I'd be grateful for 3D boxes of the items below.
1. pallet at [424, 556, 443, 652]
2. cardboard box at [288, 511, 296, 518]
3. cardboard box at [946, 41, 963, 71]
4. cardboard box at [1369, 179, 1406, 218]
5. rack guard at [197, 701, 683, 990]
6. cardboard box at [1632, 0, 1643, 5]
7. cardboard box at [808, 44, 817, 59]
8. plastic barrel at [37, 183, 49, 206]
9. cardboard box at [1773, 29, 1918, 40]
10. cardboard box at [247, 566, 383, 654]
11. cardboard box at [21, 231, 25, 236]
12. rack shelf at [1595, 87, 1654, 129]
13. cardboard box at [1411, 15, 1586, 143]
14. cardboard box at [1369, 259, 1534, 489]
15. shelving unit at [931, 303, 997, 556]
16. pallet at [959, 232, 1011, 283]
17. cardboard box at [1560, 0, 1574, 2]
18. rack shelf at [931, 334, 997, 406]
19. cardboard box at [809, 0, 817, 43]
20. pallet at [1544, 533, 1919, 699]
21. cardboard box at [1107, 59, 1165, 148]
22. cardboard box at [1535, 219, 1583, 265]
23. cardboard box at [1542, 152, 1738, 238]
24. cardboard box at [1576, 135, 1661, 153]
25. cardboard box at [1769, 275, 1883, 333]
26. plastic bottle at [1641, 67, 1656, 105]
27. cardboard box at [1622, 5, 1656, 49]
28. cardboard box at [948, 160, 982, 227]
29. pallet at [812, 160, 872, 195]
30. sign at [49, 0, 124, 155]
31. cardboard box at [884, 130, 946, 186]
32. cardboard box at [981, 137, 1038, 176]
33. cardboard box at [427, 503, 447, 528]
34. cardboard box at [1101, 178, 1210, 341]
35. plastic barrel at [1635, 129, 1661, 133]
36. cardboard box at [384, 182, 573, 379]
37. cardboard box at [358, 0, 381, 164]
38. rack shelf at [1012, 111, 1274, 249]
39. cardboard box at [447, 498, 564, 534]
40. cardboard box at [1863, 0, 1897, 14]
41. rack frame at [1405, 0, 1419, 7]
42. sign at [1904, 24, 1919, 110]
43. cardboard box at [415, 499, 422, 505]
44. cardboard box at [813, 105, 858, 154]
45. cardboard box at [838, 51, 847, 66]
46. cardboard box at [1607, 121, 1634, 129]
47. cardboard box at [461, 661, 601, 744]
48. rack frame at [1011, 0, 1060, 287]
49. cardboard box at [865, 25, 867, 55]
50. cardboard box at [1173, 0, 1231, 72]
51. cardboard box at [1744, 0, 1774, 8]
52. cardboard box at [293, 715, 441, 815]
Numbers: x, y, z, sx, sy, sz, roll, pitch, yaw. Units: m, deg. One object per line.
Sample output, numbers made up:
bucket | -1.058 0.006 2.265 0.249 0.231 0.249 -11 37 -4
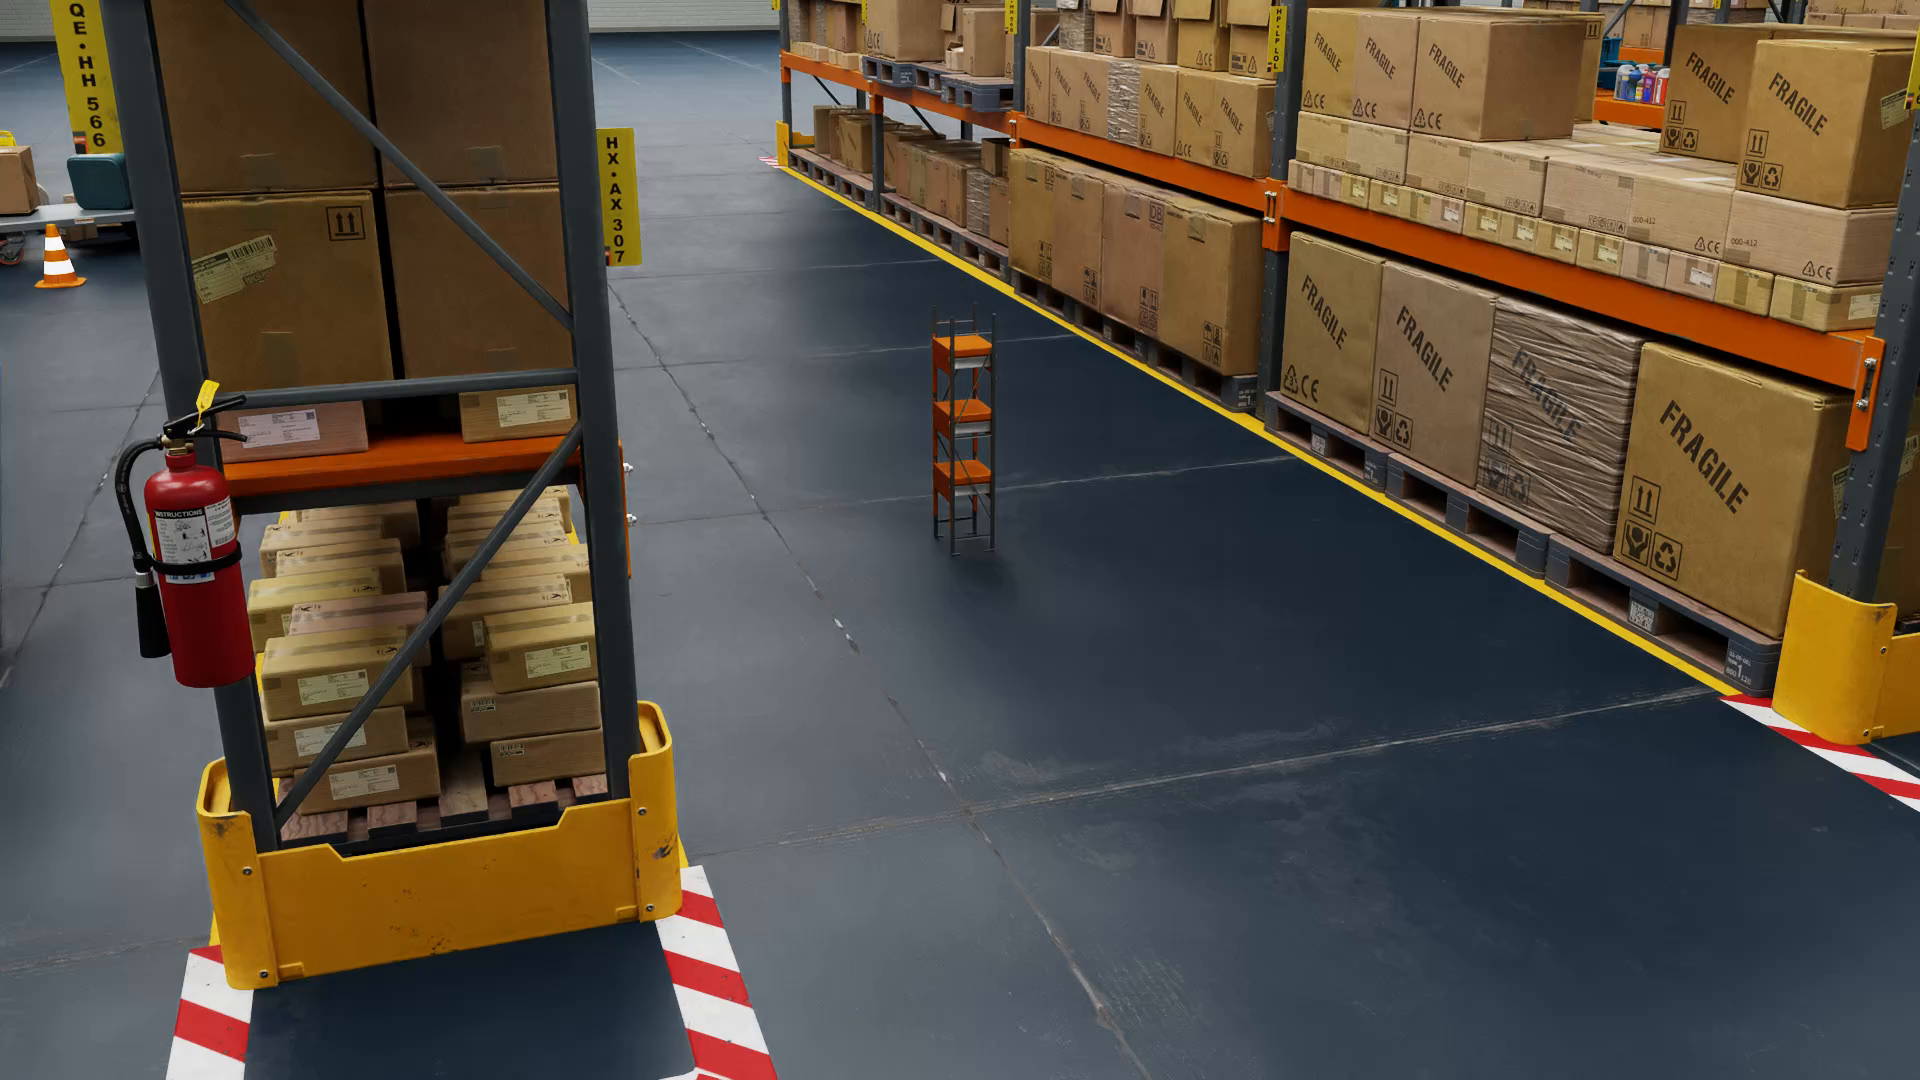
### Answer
pallet | -1.962 0.279 6.326 1.003 0.211 1.213 -6 21 -17
cardboard box | -2.343 -0.071 6.333 0.380 0.149 0.250 -7 21 -18
cardboard box | 0.109 -4.056 13.849 0.396 0.266 0.258 -7 21 -19
cardboard box | 2.174 -1.630 7.889 0.380 0.149 0.250 -7 21 -19
rack guard | -1.360 0.799 4.453 1.175 0.500 0.348 -6 21 -17
cardboard box | 8.351 -6.575 20.176 0.380 0.149 0.250 -6 21 -16
cardboard box | -1.467 -5.424 18.452 0.380 0.149 0.250 -6 21 -17
plastic barrel | -8.946 -3.215 15.741 0.512 0.421 0.421 8 21 20
cardboard box | 3.352 -1.613 6.143 0.500 0.500 0.500 -7 21 -19
cardboard box | -1.970 0.211 5.106 0.380 0.149 0.250 -7 21 -18
cardboard box | -8.821 -2.959 14.911 0.500 0.500 0.500 8 21 20
rack shelf | 4.963 -4.245 15.861 1.077 0.370 4.000 -6 21 -17
cardboard box | 2.370 -2.048 7.352 0.500 0.500 0.500 -7 21 -19
cardboard box | 2.561 -0.820 7.784 0.875 0.875 0.875 -6 21 -17
shelving unit | 0.017 -0.477 7.191 0.215 1.050 0.252 -6 21 -17
pallet | 0.645 -2.354 13.657 1.003 0.211 1.213 -6 21 -17
cardboard box | 7.939 -6.991 21.336 0.380 0.149 0.250 -7 21 -18
rack shelf | 0.017 -0.734 7.099 0.215 0.259 0.240 -6 21 -17
cardboard box | -1.207 -5.842 18.657 0.875 0.500 0.500 -6 21 -17
pallet | 3.078 0.216 6.502 1.003 0.211 1.213 -6 21 -17
cardboard box | 1.268 -2.787 10.591 0.500 0.500 0.500 -6 21 -17
cardboard box | 2.575 -1.220 6.746 0.380 0.149 0.250 -6 21 -17
cardboard box | 2.681 -1.371 6.577 0.500 0.250 0.500 -7 21 -19
cardboard box | 3.016 -1.595 7.200 0.500 0.250 0.500 -7 21 -18
cardboard box | 2.979 -0.809 5.603 0.380 0.149 0.250 -6 21 -16
plastic bottle | 5.481 -3.603 13.183 0.061 0.283 0.133 -6 21 -17
cardboard box | 8.566 -6.269 20.284 0.700 0.500 0.500 -6 21 -16
cardboard box | 0.289 -3.016 14.424 0.700 0.500 0.500 -5 20 -13
pallet | -1.000 -3.990 18.214 1.003 0.211 1.213 -6 21 -17
sign | -1.870 -0.994 3.567 0.100 0.325 0.005 -6 21 -17
cardboard box | -0.455 -3.853 16.782 0.500 0.500 0.500 -7 21 -19
cardboard box | 0.474 -3.180 13.769 0.500 0.250 0.500 -4 20 -11
cardboard box | -1.802 -0.047 6.266 0.380 0.149 0.250 -5 20 -15
cardboard box | 1.645 -1.819 10.566 1.225 0.875 0.875 -7 21 -19
plastic barrel | 5.761 -2.962 13.816 0.600 0.830 0.708 -6 21 -17
cardboard box | -1.215 -0.714 4.378 0.500 0.500 0.500 -5 20 -15
cardboard box | -1.390 -1.344 4.655 0.500 0.500 0.500 -6 21 -16
rack shelf | 1.518 -2.435 10.822 1.077 0.370 4.000 -6 21 -17
cardboard box | -1.572 -0.024 5.763 0.380 0.149 0.250 -6 20 -15
cardboard box | 12.649 -7.342 22.502 0.500 0.500 0.500 -7 21 -19
rack frame | 4.334 -5.225 17.526 1.000 3.000 0.127 -6 21 -17
sign | 2.884 -1.451 4.956 0.100 0.325 0.005 -6 21 -17
cardboard box | -2.255 -0.219 6.306 0.380 0.149 0.250 -7 21 -19
cardboard box | -1.445 -4.801 19.423 0.500 0.500 0.500 -3 20 -7
cardboard box | -1.060 -5.025 17.340 0.380 0.149 0.250 -6 21 -17
cardboard box | 8.366 -5.100 20.623 0.500 0.250 0.500 -6 21 -17
cardboard box | -1.257 0.455 4.867 0.380 0.149 0.250 -5 20 -15
rack frame | 0.890 -3.415 12.487 1.000 3.000 0.127 -6 21 -17
cardboard box | -0.450 -5.037 16.414 0.875 0.500 0.500 -6 21 -17
cardboard box | 1.733 -3.076 9.912 0.797 0.503 0.637 -6 21 -17
cardboard box | 9.137 -6.209 19.159 0.380 0.149 0.250 -6 21 -17
cardboard box | -1.700 0.644 4.782 0.380 0.149 0.250 -6 21 -16
